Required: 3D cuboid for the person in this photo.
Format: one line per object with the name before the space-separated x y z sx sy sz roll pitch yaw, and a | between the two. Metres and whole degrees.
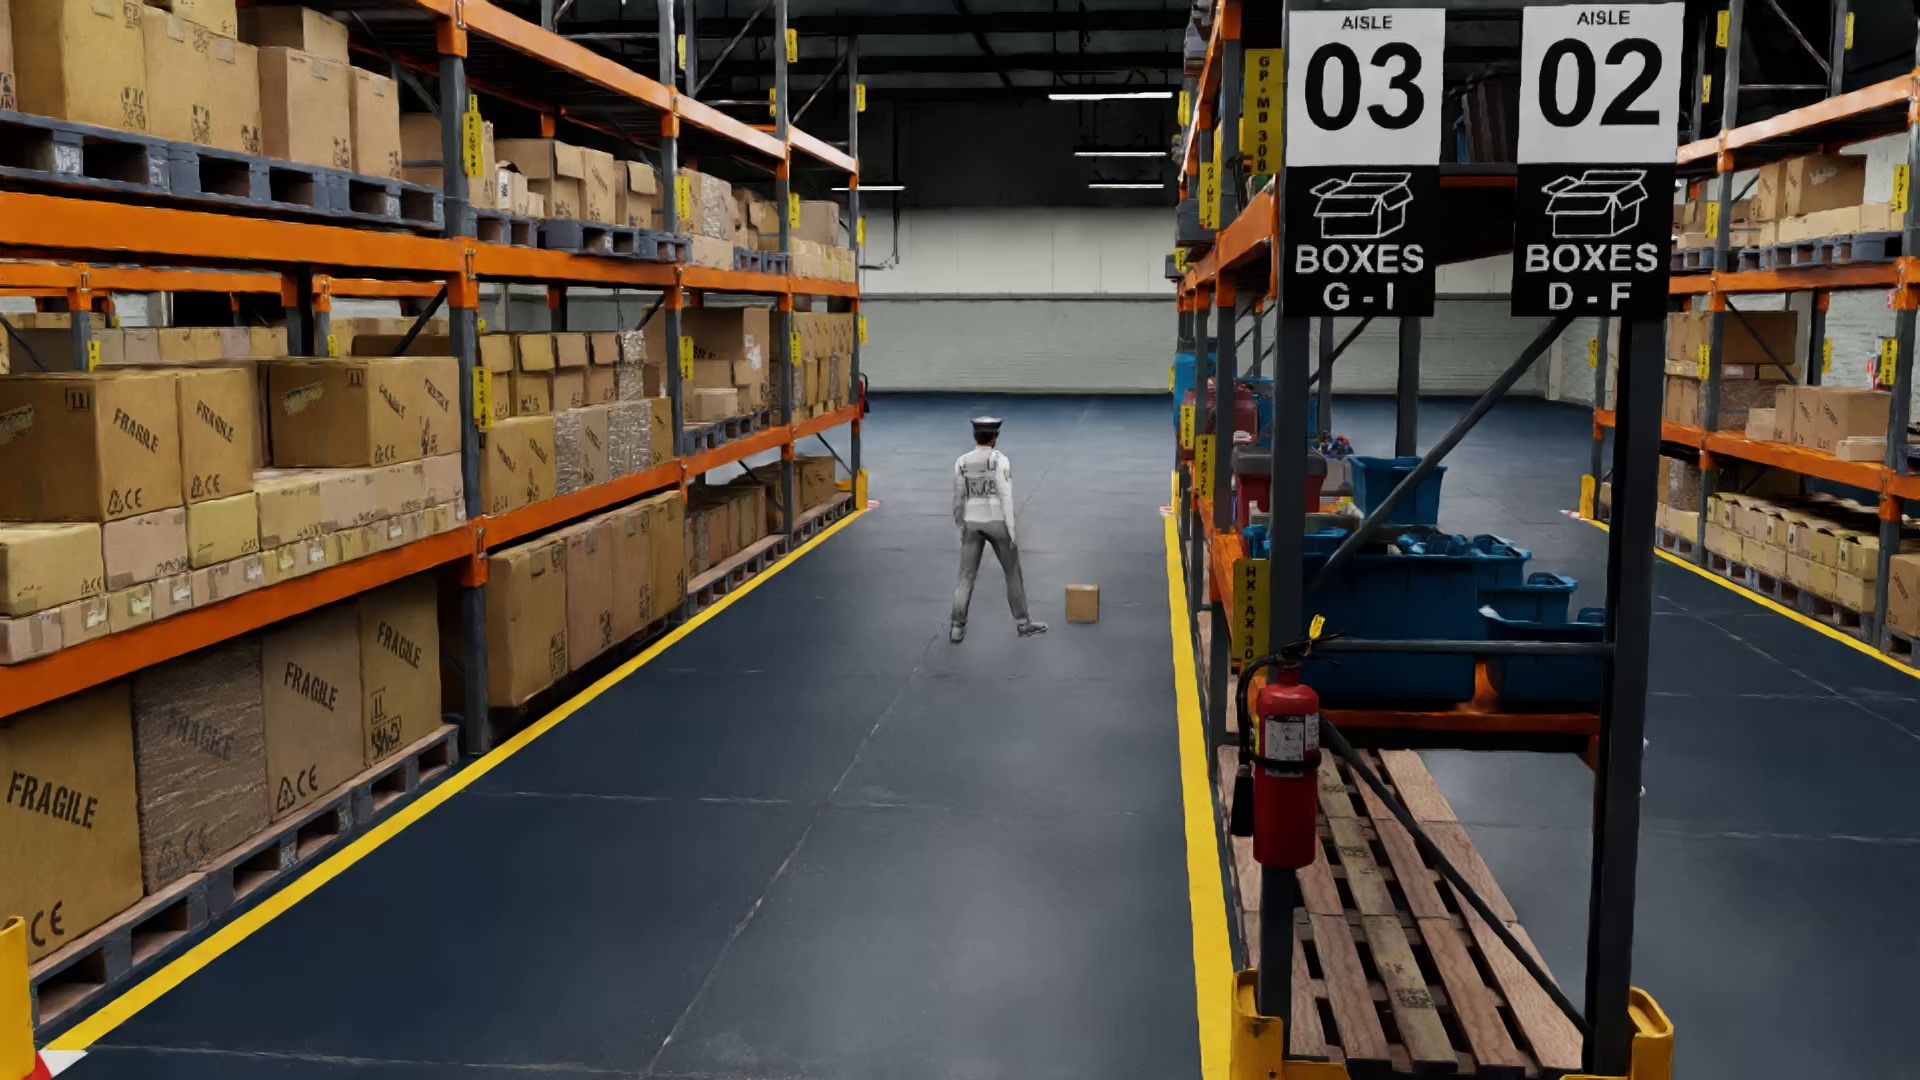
person | 0.248 -0.090 12.342 0.649 1.649 0.622 5 9 31
